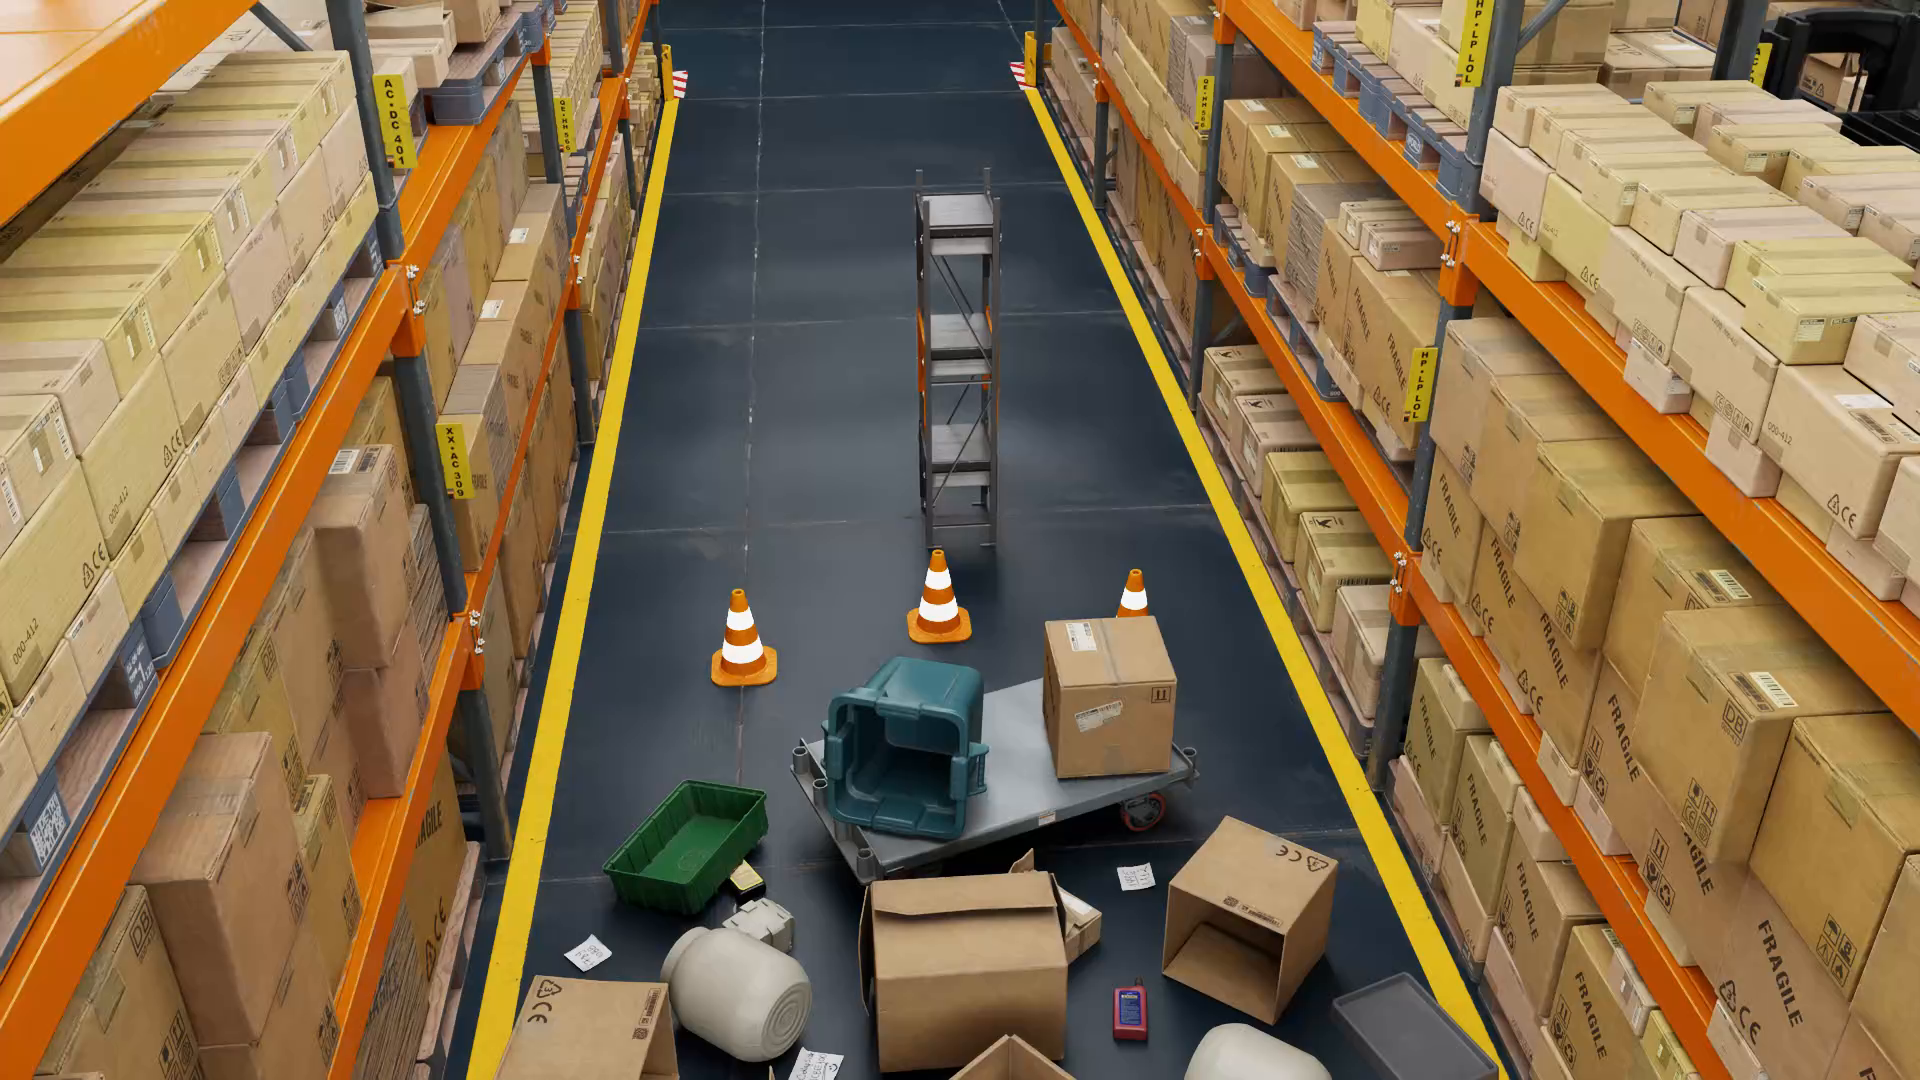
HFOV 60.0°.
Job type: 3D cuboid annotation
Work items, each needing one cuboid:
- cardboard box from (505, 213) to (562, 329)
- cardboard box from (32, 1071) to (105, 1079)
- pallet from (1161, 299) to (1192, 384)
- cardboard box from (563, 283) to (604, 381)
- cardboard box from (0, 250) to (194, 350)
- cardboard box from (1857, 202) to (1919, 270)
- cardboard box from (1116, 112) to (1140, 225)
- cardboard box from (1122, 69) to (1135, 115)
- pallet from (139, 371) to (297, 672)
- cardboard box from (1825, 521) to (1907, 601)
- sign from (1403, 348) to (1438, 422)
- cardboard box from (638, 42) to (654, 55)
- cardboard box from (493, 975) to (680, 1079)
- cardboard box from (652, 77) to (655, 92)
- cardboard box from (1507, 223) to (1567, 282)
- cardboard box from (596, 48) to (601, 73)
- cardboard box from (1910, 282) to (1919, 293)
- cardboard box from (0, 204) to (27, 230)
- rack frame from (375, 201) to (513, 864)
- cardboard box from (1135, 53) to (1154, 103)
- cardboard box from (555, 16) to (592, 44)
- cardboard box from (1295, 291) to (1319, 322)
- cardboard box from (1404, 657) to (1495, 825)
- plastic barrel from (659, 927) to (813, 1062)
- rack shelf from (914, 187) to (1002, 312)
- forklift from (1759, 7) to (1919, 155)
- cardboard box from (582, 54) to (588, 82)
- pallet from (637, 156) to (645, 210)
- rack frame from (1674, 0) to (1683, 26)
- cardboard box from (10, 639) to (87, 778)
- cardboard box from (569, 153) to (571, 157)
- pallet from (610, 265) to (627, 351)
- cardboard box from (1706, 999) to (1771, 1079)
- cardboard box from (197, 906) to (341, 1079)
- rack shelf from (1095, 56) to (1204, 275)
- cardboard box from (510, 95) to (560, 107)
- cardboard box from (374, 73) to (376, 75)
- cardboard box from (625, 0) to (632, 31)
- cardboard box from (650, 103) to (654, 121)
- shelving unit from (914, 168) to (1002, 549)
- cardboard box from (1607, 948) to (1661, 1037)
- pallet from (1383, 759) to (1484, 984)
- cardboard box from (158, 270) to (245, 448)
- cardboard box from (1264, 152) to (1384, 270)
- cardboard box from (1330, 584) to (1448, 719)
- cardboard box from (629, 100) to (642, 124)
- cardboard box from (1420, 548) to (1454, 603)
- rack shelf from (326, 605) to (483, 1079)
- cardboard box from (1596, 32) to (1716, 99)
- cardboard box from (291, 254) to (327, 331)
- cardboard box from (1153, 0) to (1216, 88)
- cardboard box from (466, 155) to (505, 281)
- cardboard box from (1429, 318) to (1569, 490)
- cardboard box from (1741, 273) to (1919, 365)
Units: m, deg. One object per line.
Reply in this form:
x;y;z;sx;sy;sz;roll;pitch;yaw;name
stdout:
-2.518;-1.483;9.211;0.500;0.500;0.500;-3;31;-5;cardboard box
-2.121;1.453;3.193;0.875;0.550;0.550;-3;31;-5;cardboard box
2.048;-1.410;11.905;1.003;0.211;1.213;-3;31;-5;pallet
-2.685;-1.392;11.185;0.500;0.500;0.500;-4;31;-7;cardboard box
-1.981;-0.538;3.762;0.380;0.149;0.250;-2;31;-4;cardboard box
2.855;-0.870;4.824;0.380;0.149;0.250;-2;31;-4;cardboard box
1.810;-3.198;13.842;0.875;0.875;0.875;-2;31;-3;cardboard box
1.533;-3.415;12.688;0.500;0.250;0.500;-3;31;-5;cardboard box
-2.322;-0.080;4.120;1.003;0.211;1.213;-3;31;-5;pallet
2.407;0.015;4.120;0.380;0.149;0.250;-3;31;-5;cardboard box
1.868;-0.627;6.746;0.100;0.325;0.005;-3;31;-5;sign
-3.318;-4.950;16.903;0.380;0.149;0.250;-2;31;-4;cardboard box
-1.332;1.946;6.003;0.500;0.500;0.500;2;31;4;cardboard box
-3.236;-4.559;16.539;0.380;0.149;0.250;-4;31;-7;cardboard box
2.171;-1.031;5.871;0.380;0.149;0.250;-3;31;-5;cardboard box
-2.987;-3.701;12.856;0.380;0.149;0.250;-3;31;-4;cardboard box
2.873;-0.520;4.626;0.500;0.250;0.500;-2;31;-4;cardboard box
-2.706;-0.893;4.355;0.380;0.149;0.250;-2;31;-4;cardboard box
-2.499;0.130;6.607;1.000;3.000;0.127;-3;31;-5;rack frame
1.580;-3.373;12.131;0.500;0.250;0.500;-4;31;-6;cardboard box
-2.966;-3.817;12.471;0.380;0.149;0.250;-4;31;-6;cardboard box
1.994;-1.271;8.788;0.380;0.149;0.250;-2;31;-3;cardboard box
2.206;0.834;6.970;0.500;0.500;0.500;-1;31;-2;cardboard box
-0.866;1.742;6.421;0.512;0.421;0.421;20;36;29;plastic barrel
-0.015;-1.575;9.002;0.431;0.518;0.480;-3;31;-5;rack shelf
4.622;-1.188;8.882;1.130;2.935;3.031;-3;31;-4;forklift
-2.913;-3.427;12.108;0.380;0.149;0.250;-4;31;-7;cardboard box
-3.344;-3.098;14.732;1.003;0.211;1.213;-3;31;-5;pallet
6.614;-4.483;14.330;1.000;3.000;0.127;-3;31;-5;rack frame
-1.885;0.321;3.101;0.380;0.149;0.250;-3;31;-4;cardboard box
-2.791;-2.635;11.072;0.380;0.149;0.250;-1;31;-2;cardboard box
-3.055;-1.735;12.450;1.003;0.211;1.213;-3;31;-5;pallet
2.355;1.425;4.685;0.380;0.149;0.250;-2;31;-4;cardboard box
-2.205;1.349;4.420;0.875;0.550;0.550;-3;31;-5;cardboard box
1.859;-2.913;12.404;1.077;0.370;4.000;-3;31;-5;rack shelf
-2.769;-2.748;10.681;0.380;0.149;0.250;-3;31;-5;cardboard box
-2.307;-1.643;6.275;0.258;0.266;0.396;-3;31;-5;cardboard box
-3.095;-4.642;14.209;0.500;0.500;0.500;-3;31;-5;cardboard box
-3.177;-4.176;16.187;0.380;0.149;0.250;-4;31;-7;cardboard box
-0.015;-0.986;9.354;0.431;2.100;0.503;-3;31;-5;shelving unit
2.315;1.440;5.323;0.380;0.149;0.250;-1;31;-2;cardboard box
2.518;1.380;7.235;1.003;0.211;1.213;-3;31;-5;pallet
-2.057;-0.433;3.975;0.500;0.250;0.500;-3;31;-5;cardboard box
1.970;-1.774;8.999;0.500;0.500;0.500;-2;31;-4;cardboard box
2.369;0.522;8.105;0.950;0.372;0.625;-2;31;-4;cardboard box
-3.101;-3.888;15.125;0.380;0.149;0.250;-2;31;-4;cardboard box
2.130;0.126;6.860;0.380;0.149;0.250;-3;31;-5;cardboard box
-2.312;1.460;5.082;1.077;0.370;4.000;-3;31;-5;rack shelf
2.765;-1.880;6.784;0.500;0.250;0.500;-4;31;-6;cardboard box
-2.073;-0.711;4.829;0.380;0.149;0.250;-3;31;-4;cardboard box
1.642;-3.440;11.512;0.500;0.500;0.500;-3;31;-5;cardboard box
-2.742;-1.635;8.489;0.700;0.500;0.500;-3;31;-5;cardboard box
2.245;-0.523;6.339;0.700;0.500;0.500;-3;31;-5;cardboard box
2.292;-0.578;4.336;0.380;0.149;0.250;-2;31;-3;cardboard box
